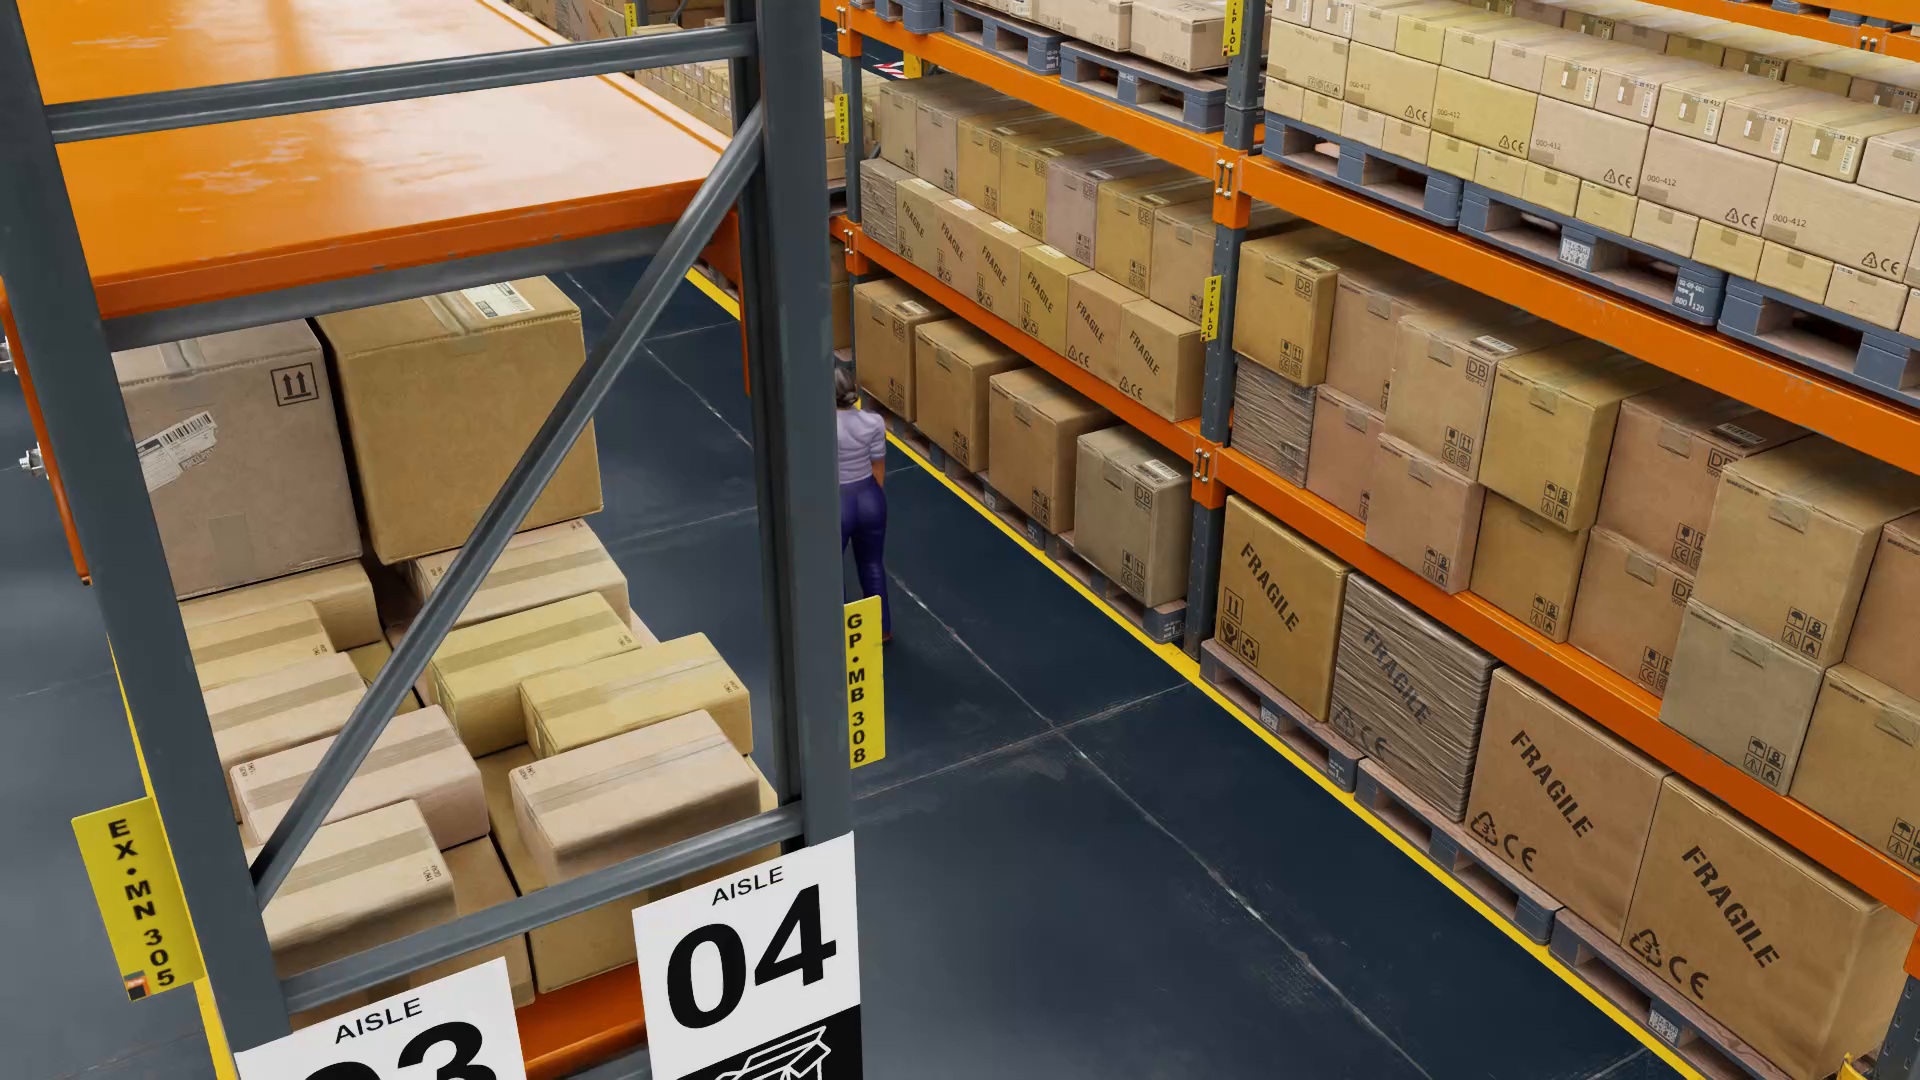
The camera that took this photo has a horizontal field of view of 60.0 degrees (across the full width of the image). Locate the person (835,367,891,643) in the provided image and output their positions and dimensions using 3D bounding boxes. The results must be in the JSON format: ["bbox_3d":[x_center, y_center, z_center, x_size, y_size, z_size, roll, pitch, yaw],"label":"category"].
[{"bbox_3d":[-0.621,-0.161,8.866,0.469,1.645,0.342,-15,33,-25],"label":"person"}]
